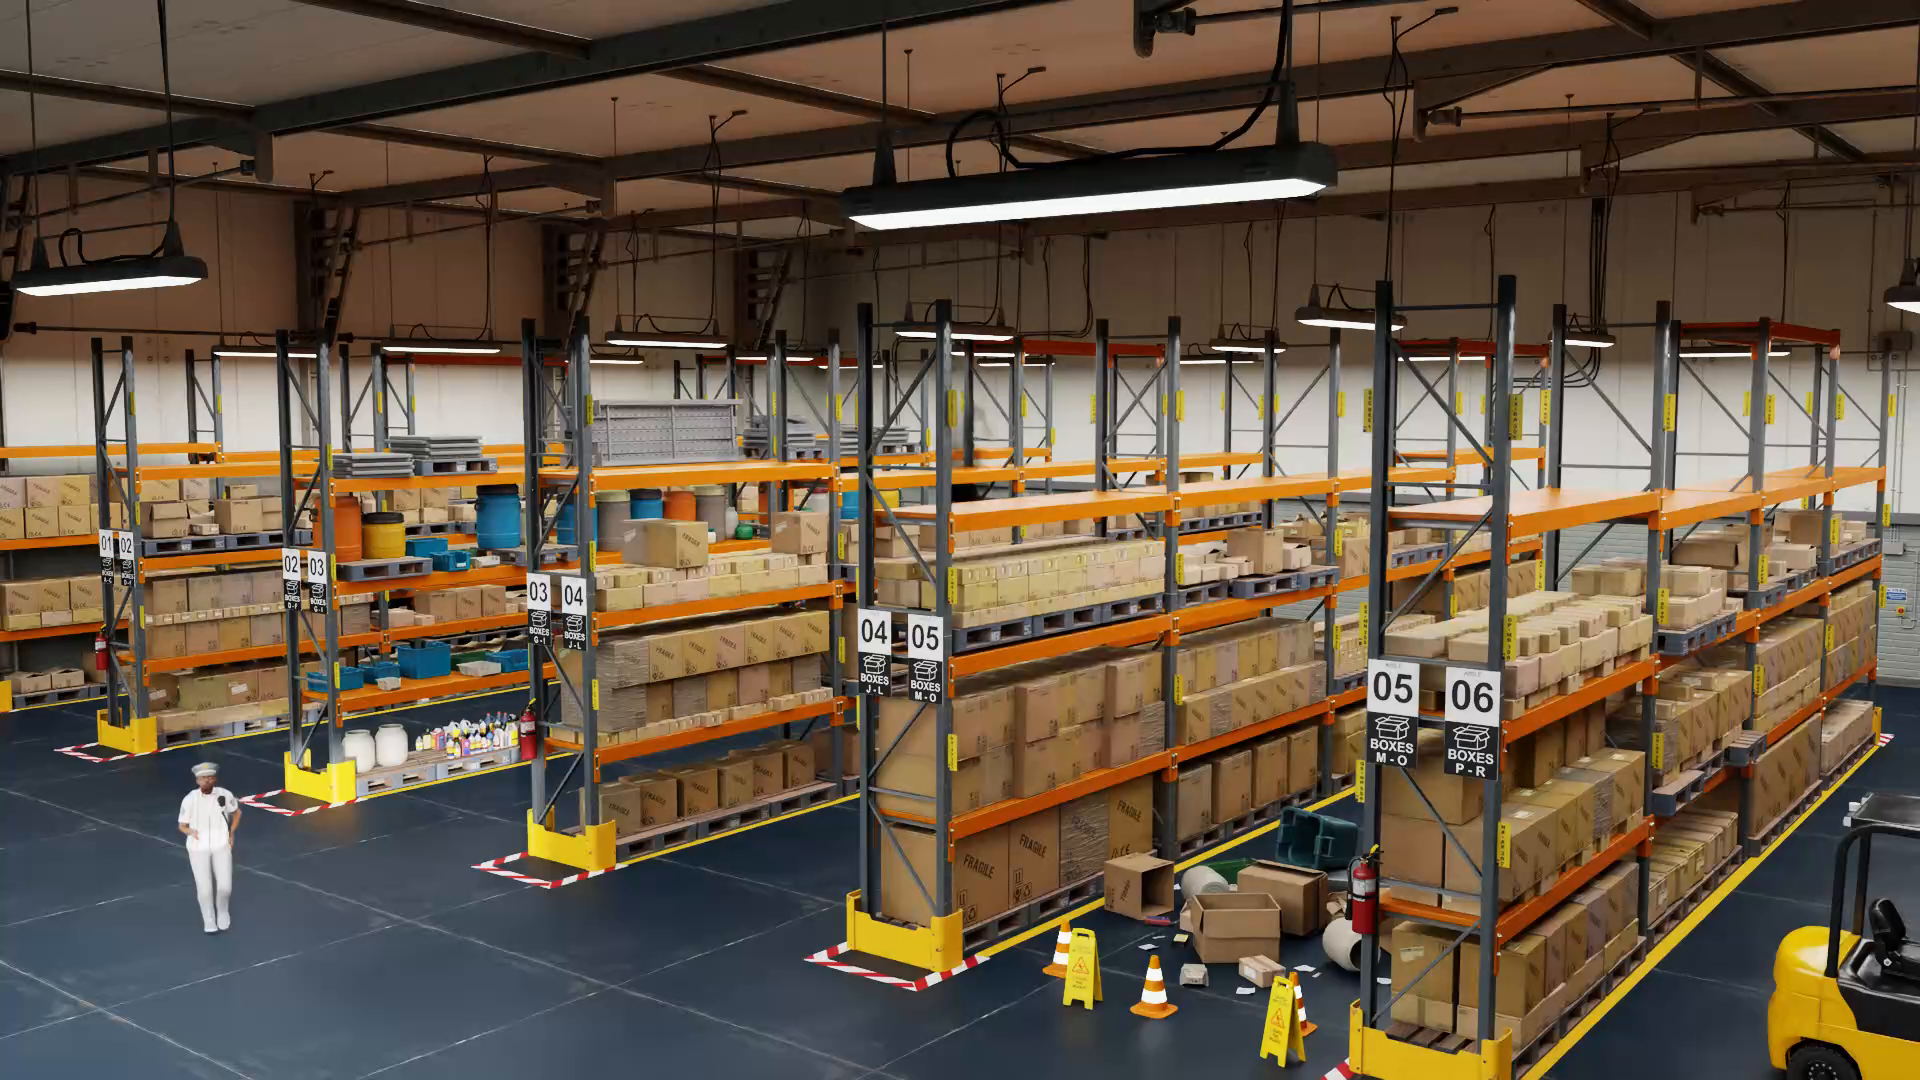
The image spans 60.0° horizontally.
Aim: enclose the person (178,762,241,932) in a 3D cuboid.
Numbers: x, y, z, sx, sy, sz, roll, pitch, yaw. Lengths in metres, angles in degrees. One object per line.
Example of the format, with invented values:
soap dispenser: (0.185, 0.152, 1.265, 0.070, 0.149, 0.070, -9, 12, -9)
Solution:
person: (-7.144, 2.948, 15.872, 0.563, 1.658, 0.572, -2, 6, -27)
